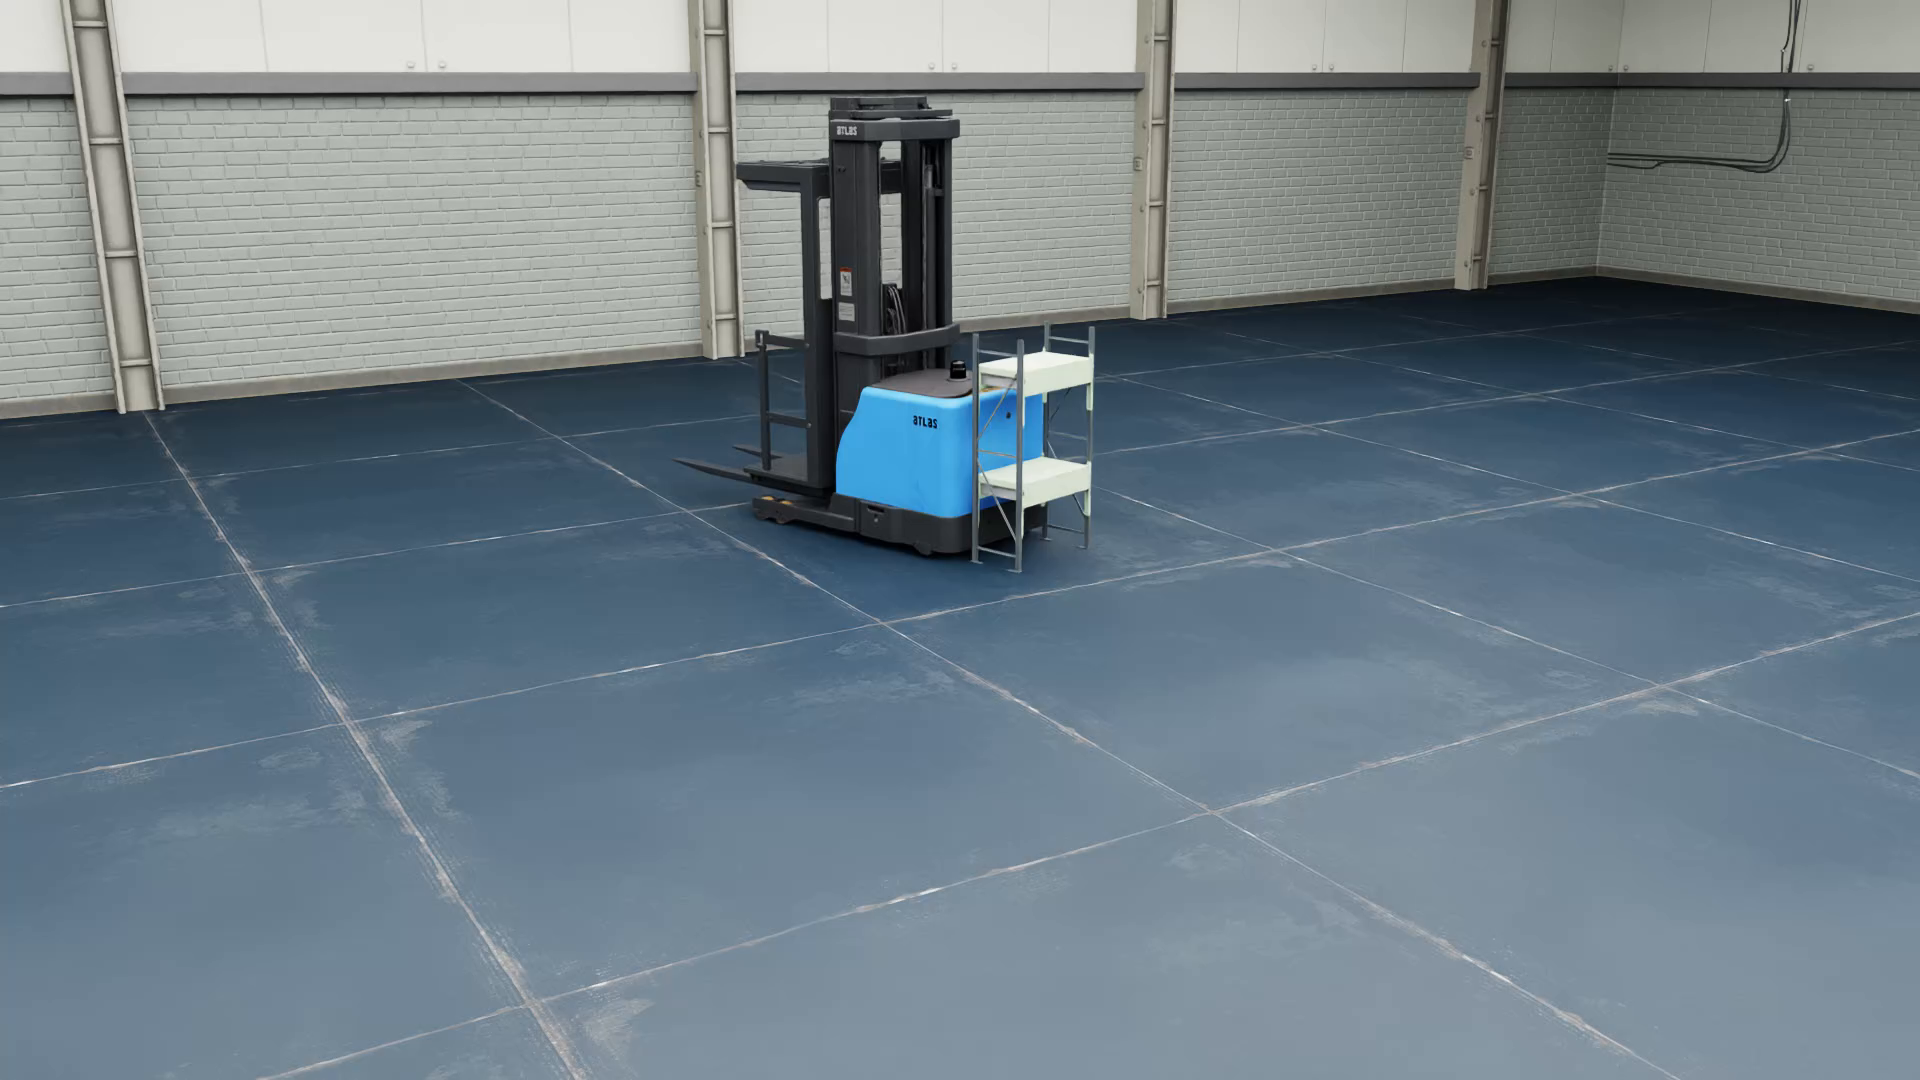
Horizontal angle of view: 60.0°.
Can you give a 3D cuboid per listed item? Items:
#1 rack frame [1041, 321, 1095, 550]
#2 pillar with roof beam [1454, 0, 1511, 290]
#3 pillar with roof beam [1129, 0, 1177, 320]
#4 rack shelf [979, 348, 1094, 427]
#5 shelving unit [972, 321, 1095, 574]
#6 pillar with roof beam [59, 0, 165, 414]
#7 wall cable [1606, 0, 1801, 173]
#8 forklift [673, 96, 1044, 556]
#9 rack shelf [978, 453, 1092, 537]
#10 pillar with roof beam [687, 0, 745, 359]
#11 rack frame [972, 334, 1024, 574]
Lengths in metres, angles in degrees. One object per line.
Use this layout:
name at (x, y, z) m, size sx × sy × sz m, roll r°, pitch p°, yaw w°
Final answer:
rack frame at (0.718, -0.692, 11.100) m, size 0.400 × 1.500 × 0.023 m, roll 13°, pitch 20°, yaw 39°
pillar with roof beam at (9.824, -7.092, 20.038) m, size 0.400 × 9.000 × 9.100 m, roll -9°, pitch 18°, yaw -30°
pillar with roof beam at (4.680, -6.258, 17.062) m, size 0.400 × 9.000 × 9.100 m, roll -9°, pitch 18°, yaw -30°
rack shelf at (0.477, -0.994, 10.729) m, size 0.431 × 0.370 × 0.720 m, roll 13°, pitch 20°, yaw 39°
shelving unit at (0.477, -0.618, 10.835) m, size 0.431 × 1.500 × 0.755 m, roll 13°, pitch 20°, yaw 39°
pillar with roof beam at (-5.606, -4.590, 11.112) m, size 0.400 × 9.000 × 9.100 m, roll -9°, pitch 18°, yaw -30°
wall cable at (10.813, -6.696, 24.379) m, size 0.112 × 2.526 × 3.097 m, roll -9°, pitch 18°, yaw -30°
forklift at (-0.854, -1.618, 11.752) m, size 3.031 × 2.935 × 1.130 m, roll 13°, pitch 20°, yaw 39°
rack shelf at (0.477, -0.304, 10.923) m, size 0.431 × 0.370 × 0.720 m, roll 13°, pitch 20°, yaw 39°
pillar with roof beam at (-0.463, -5.424, 14.087) m, size 0.400 × 9.000 × 9.100 m, roll -9°, pitch 18°, yaw -30°
rack frame at (0.236, -0.543, 10.569) m, size 0.400 × 1.500 × 0.023 m, roll 13°, pitch 20°, yaw 39°
